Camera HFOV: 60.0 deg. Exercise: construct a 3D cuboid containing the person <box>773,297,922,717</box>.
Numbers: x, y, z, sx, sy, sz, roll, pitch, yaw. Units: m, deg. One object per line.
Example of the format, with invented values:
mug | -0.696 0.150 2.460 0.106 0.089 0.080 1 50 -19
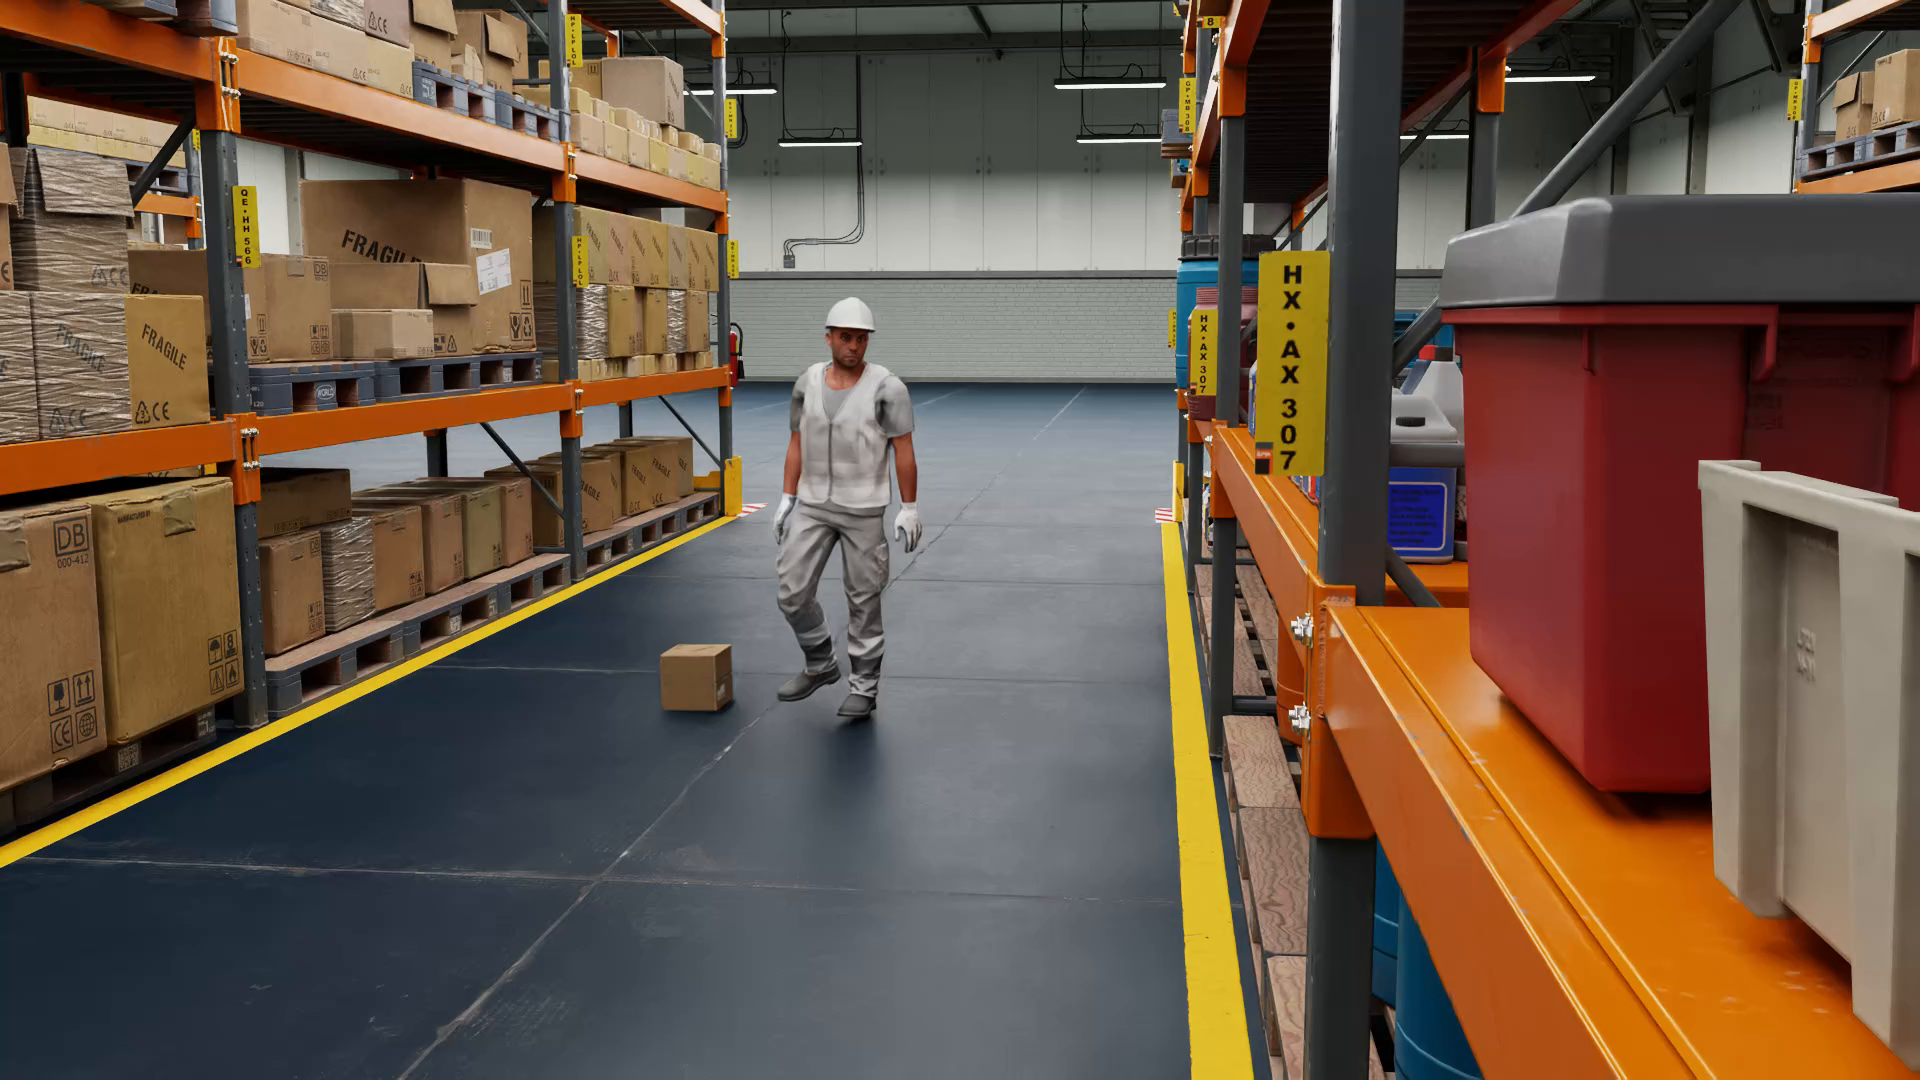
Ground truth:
person | -0.495 -0.126 7.012 0.672 1.775 0.436 2 8 18
